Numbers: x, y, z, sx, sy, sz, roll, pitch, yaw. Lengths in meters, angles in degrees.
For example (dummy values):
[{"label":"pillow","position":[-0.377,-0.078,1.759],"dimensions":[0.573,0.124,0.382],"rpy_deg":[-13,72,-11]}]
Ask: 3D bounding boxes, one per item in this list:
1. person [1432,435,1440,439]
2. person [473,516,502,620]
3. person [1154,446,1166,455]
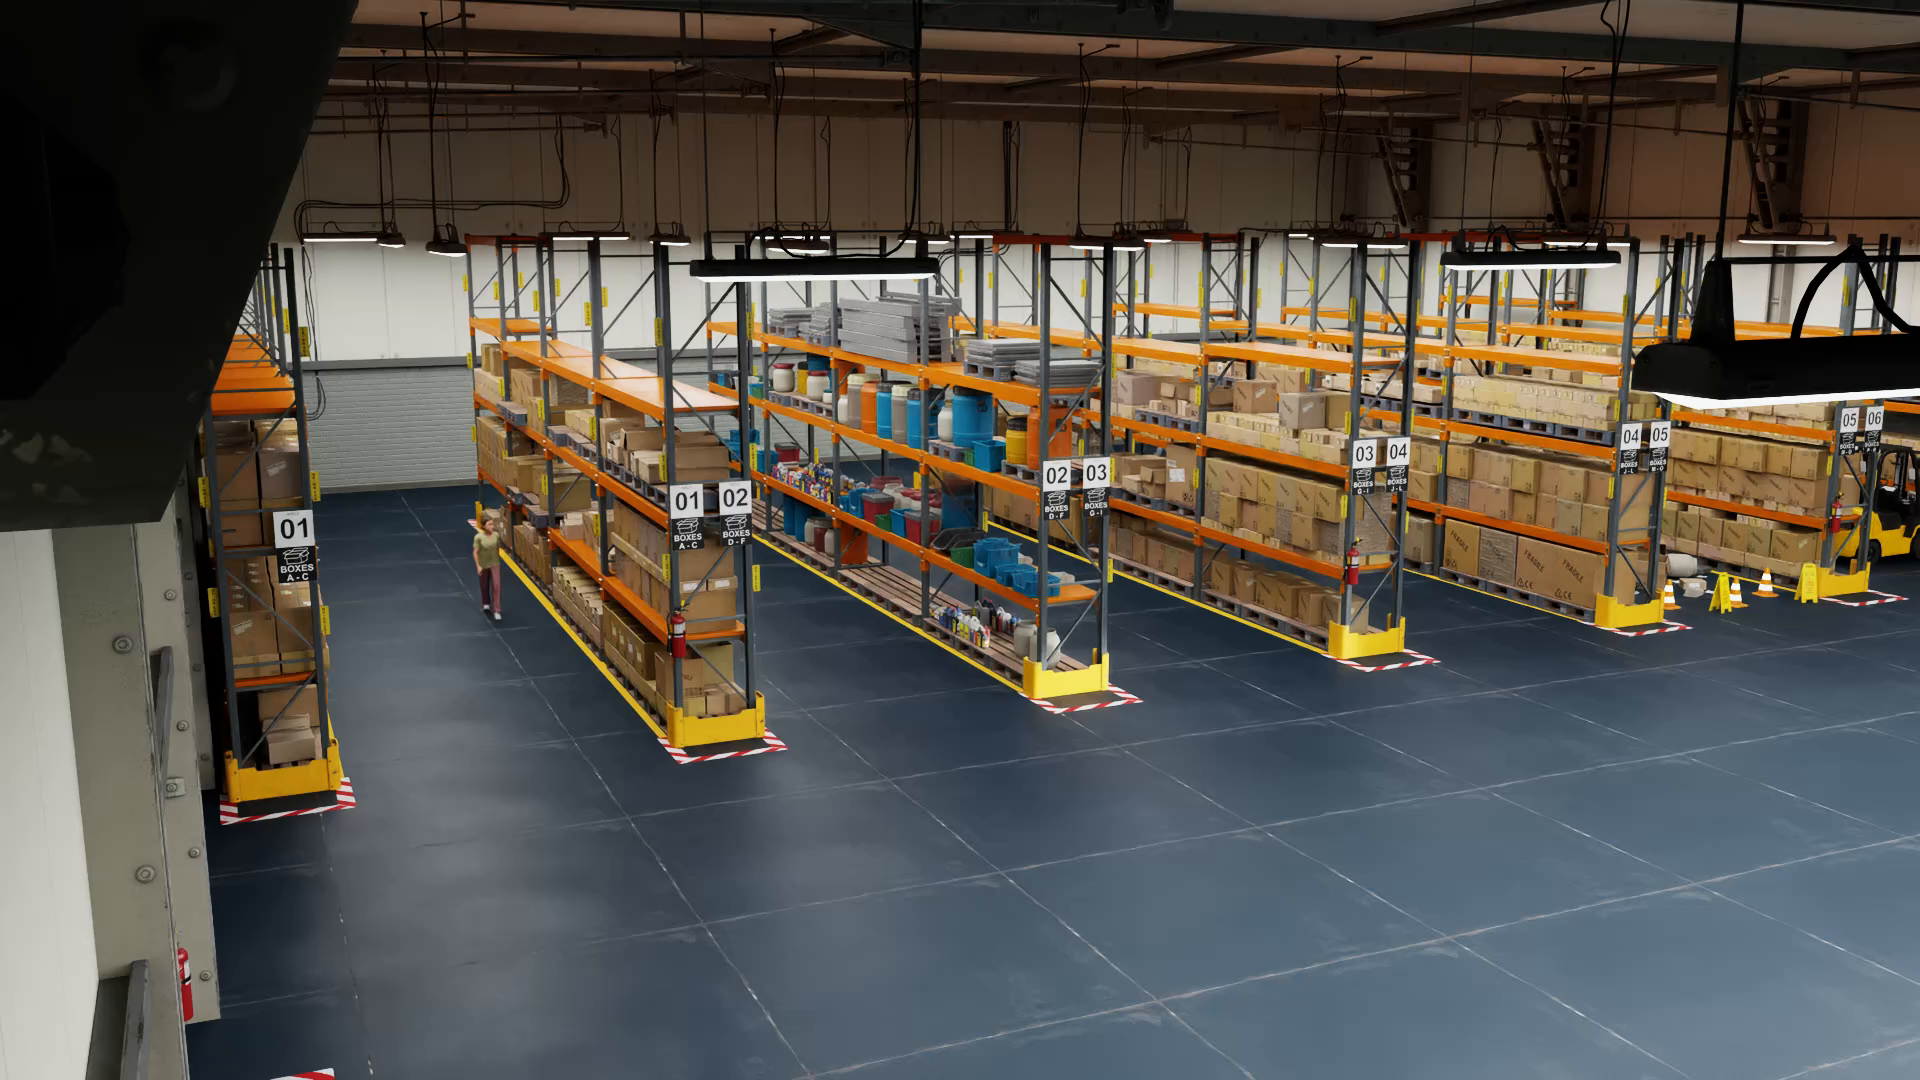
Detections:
[{"label":"person","position":[10.118,-1.333,35.254],"dimensions":[0.478,1.763,0.572],"rpy_deg":[9,14,40]},{"label":"person","position":[-7.569,0.415,26.640],"dimensions":[0.436,1.605,1.054],"rpy_deg":[-4,12,-20]},{"label":"person","position":[5.439,-3.178,44.910],"dimensions":[0.831,1.744,0.569],"rpy_deg":[-10,15,-43]}]
